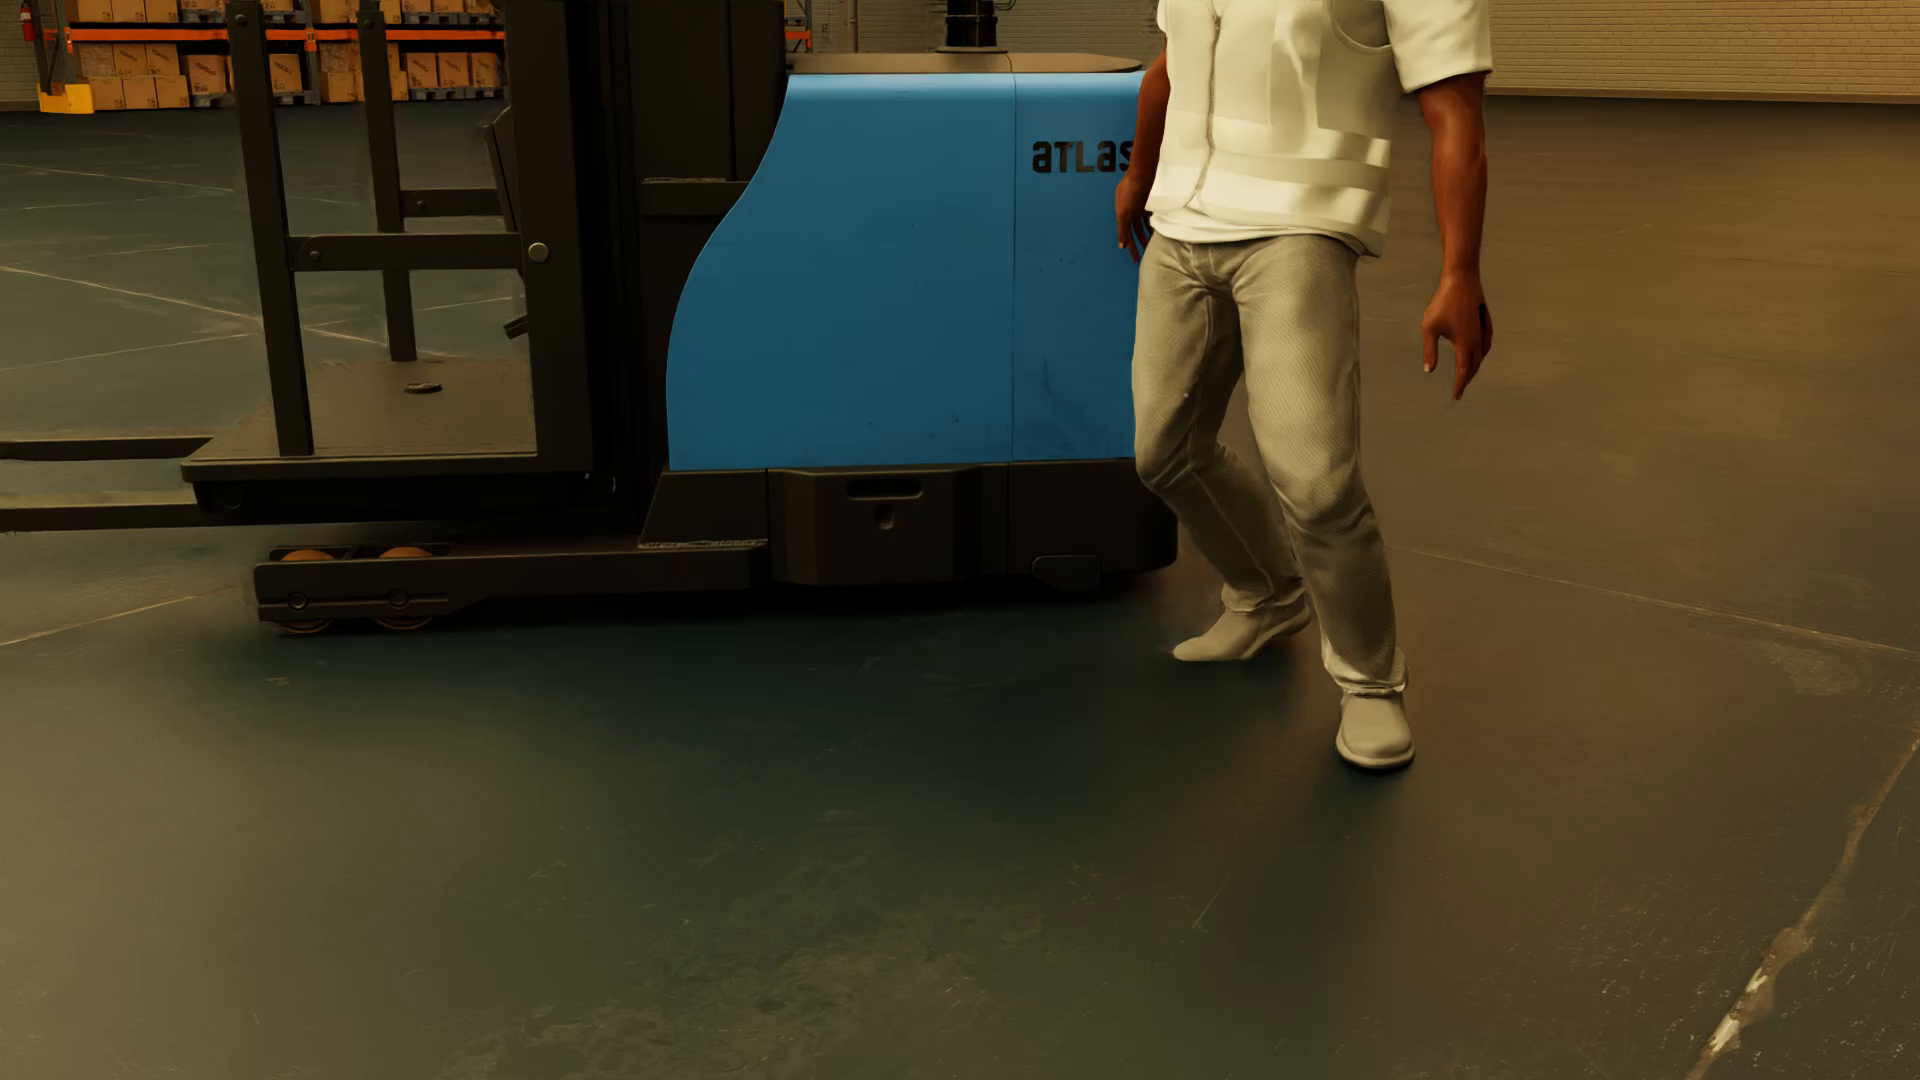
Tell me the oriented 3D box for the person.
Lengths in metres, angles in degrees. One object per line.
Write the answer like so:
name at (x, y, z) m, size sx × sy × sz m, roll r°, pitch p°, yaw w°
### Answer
person at (0.534, -0.537, 2.853) m, size 0.502 × 1.718 × 0.897 m, roll -11°, pitch 20°, yaw -32°

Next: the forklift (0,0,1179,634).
forklift at (-1.085, -1.376, 3.428) m, size 3.031 × 2.935 × 1.130 m, roll -2°, pitch 17°, yaw -6°
